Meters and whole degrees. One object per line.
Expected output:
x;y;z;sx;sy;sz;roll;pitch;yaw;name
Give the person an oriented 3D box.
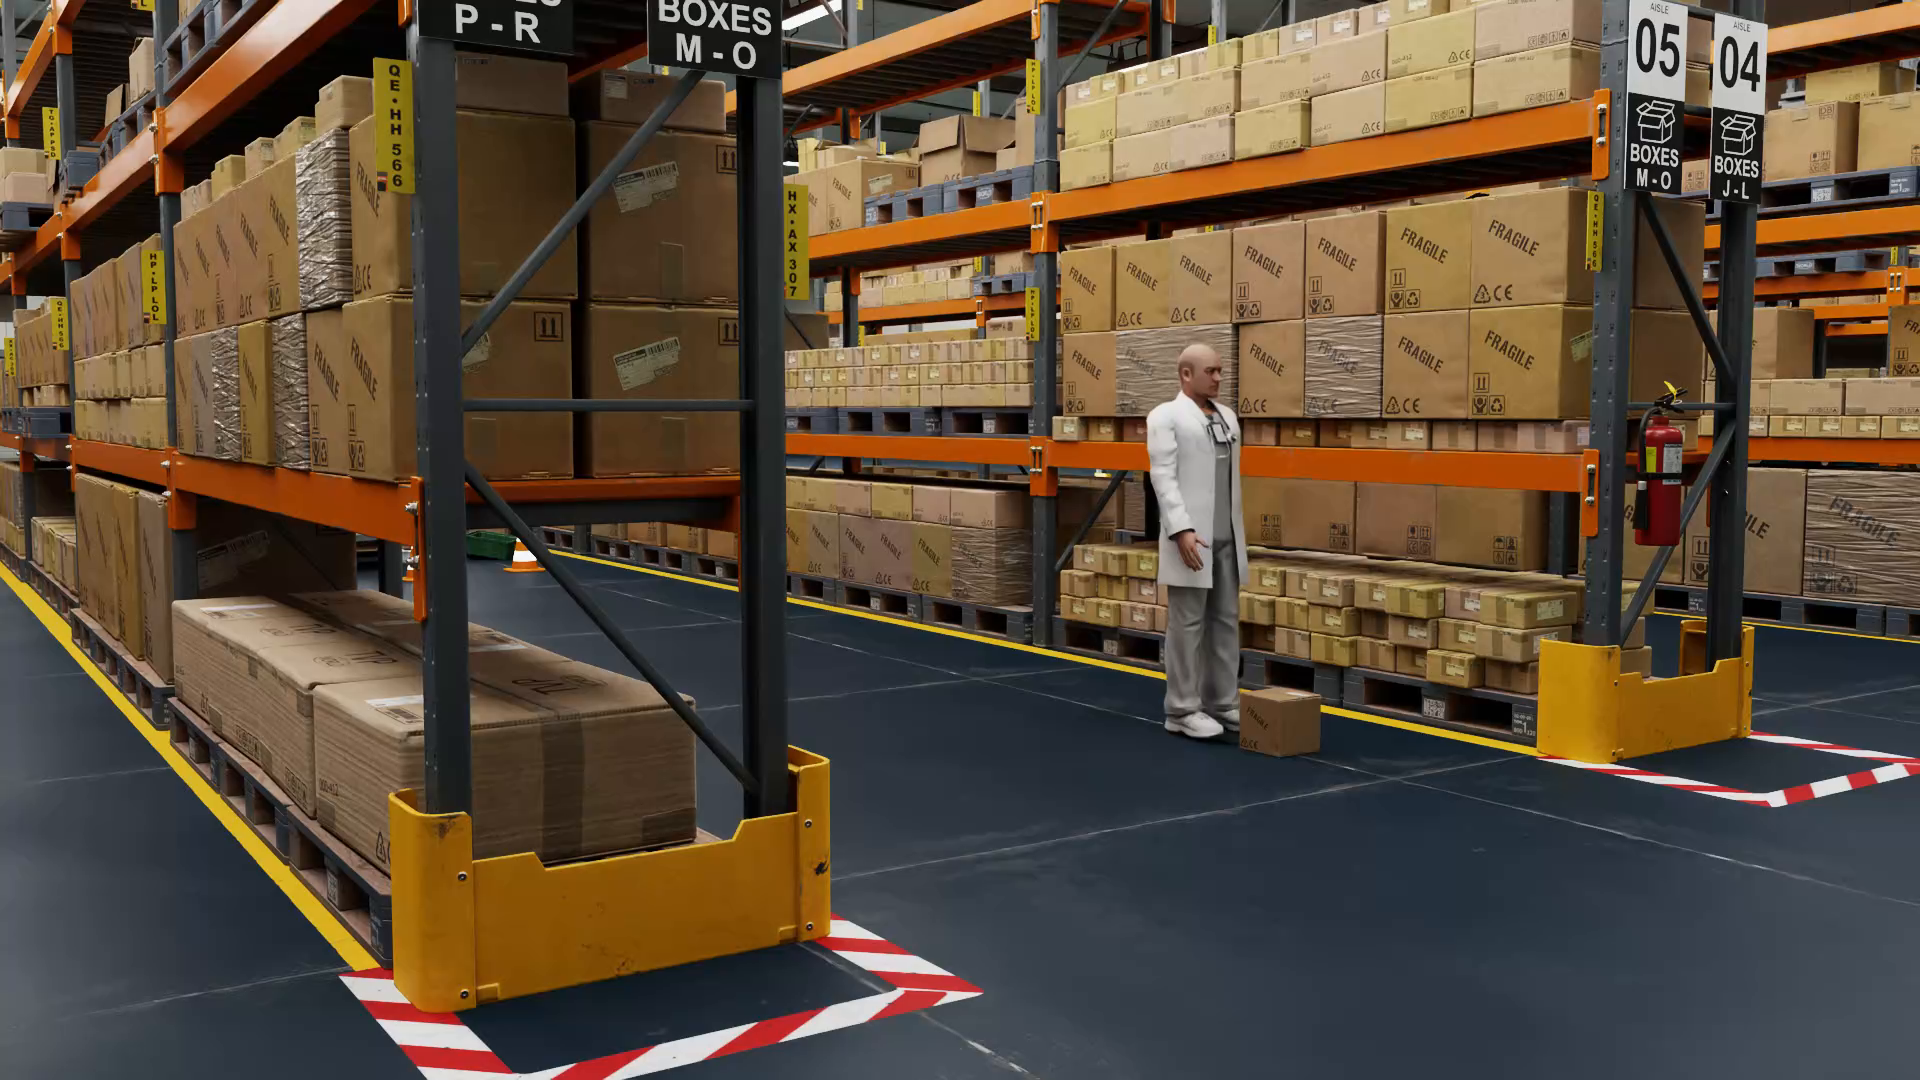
1.157;-0.001;7.635;0.573;1.789;0.459;-3;5;-34;person
